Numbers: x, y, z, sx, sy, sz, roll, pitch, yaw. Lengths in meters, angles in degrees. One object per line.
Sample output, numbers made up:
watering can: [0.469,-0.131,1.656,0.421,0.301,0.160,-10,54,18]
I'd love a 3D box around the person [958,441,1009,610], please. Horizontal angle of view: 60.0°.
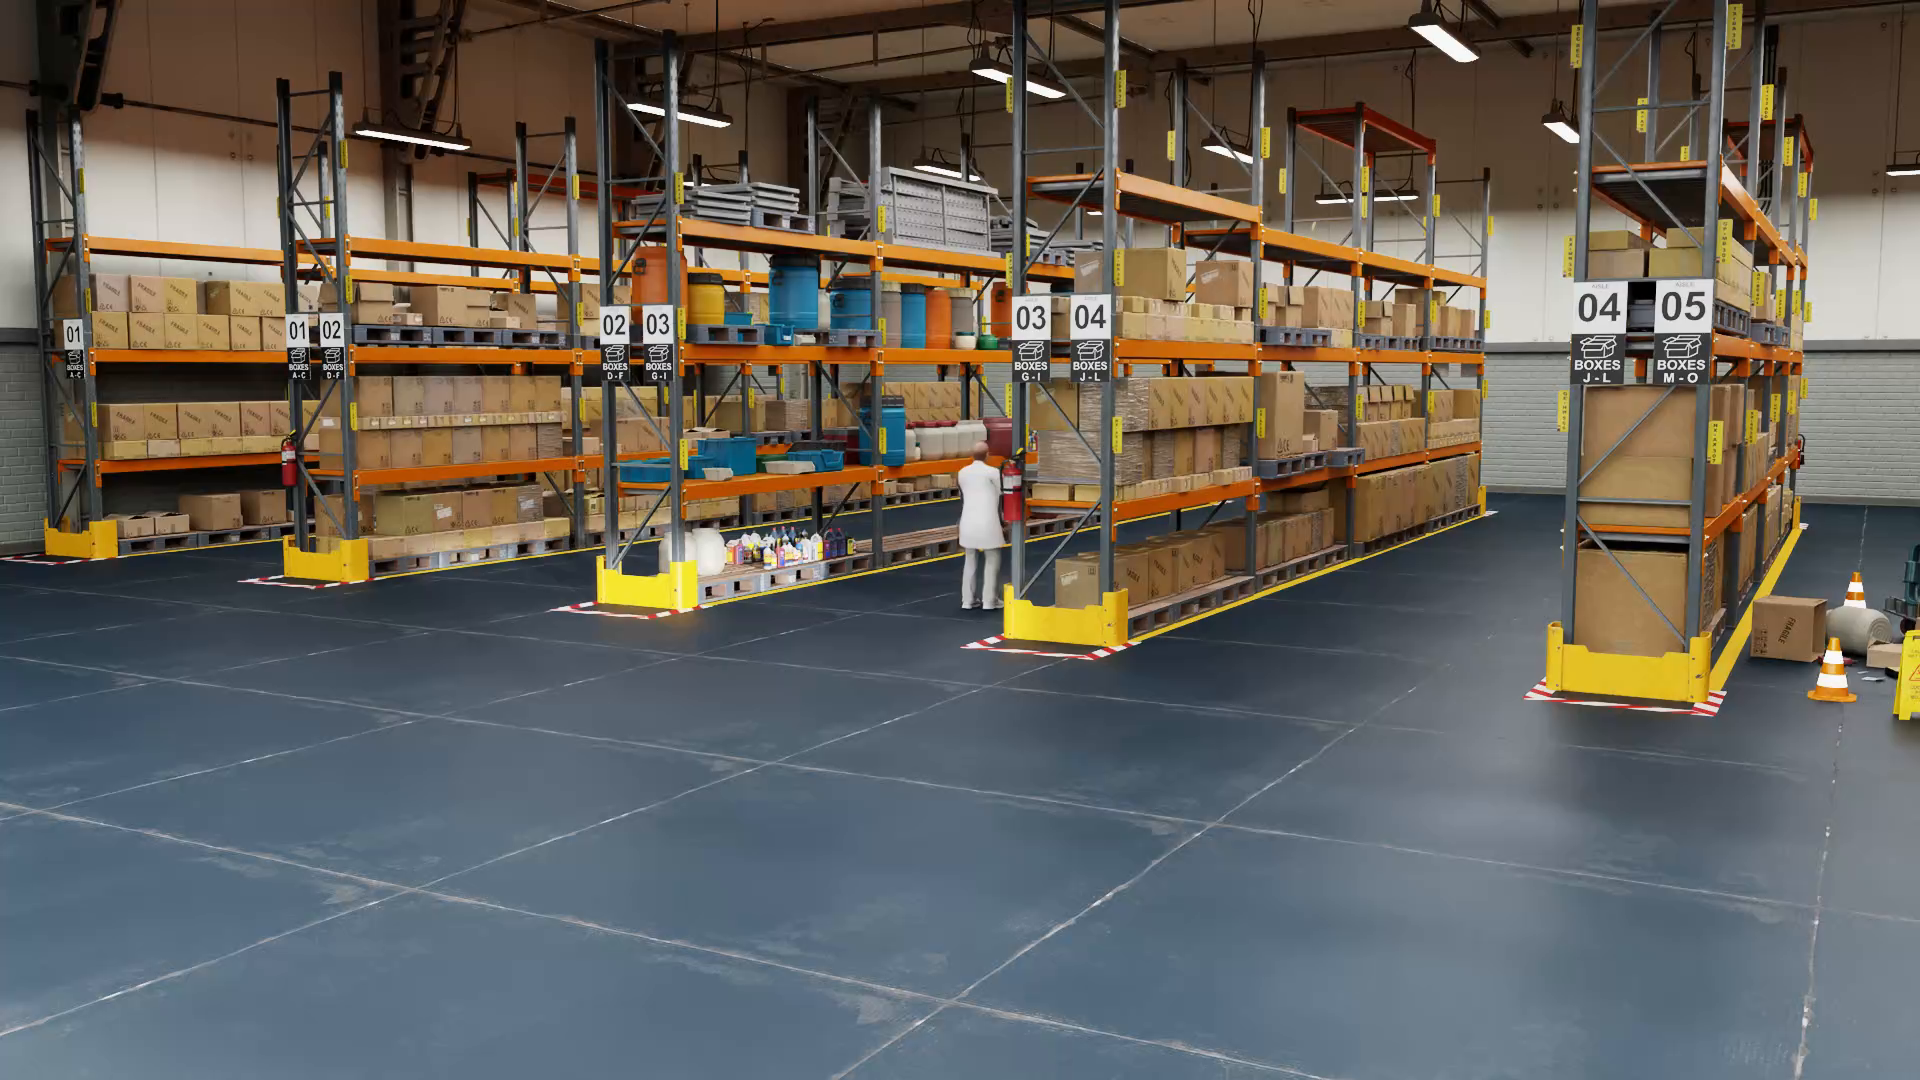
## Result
person: [0.266,-0.160,17.671,0.524,1.780,0.569,3,7,28]
